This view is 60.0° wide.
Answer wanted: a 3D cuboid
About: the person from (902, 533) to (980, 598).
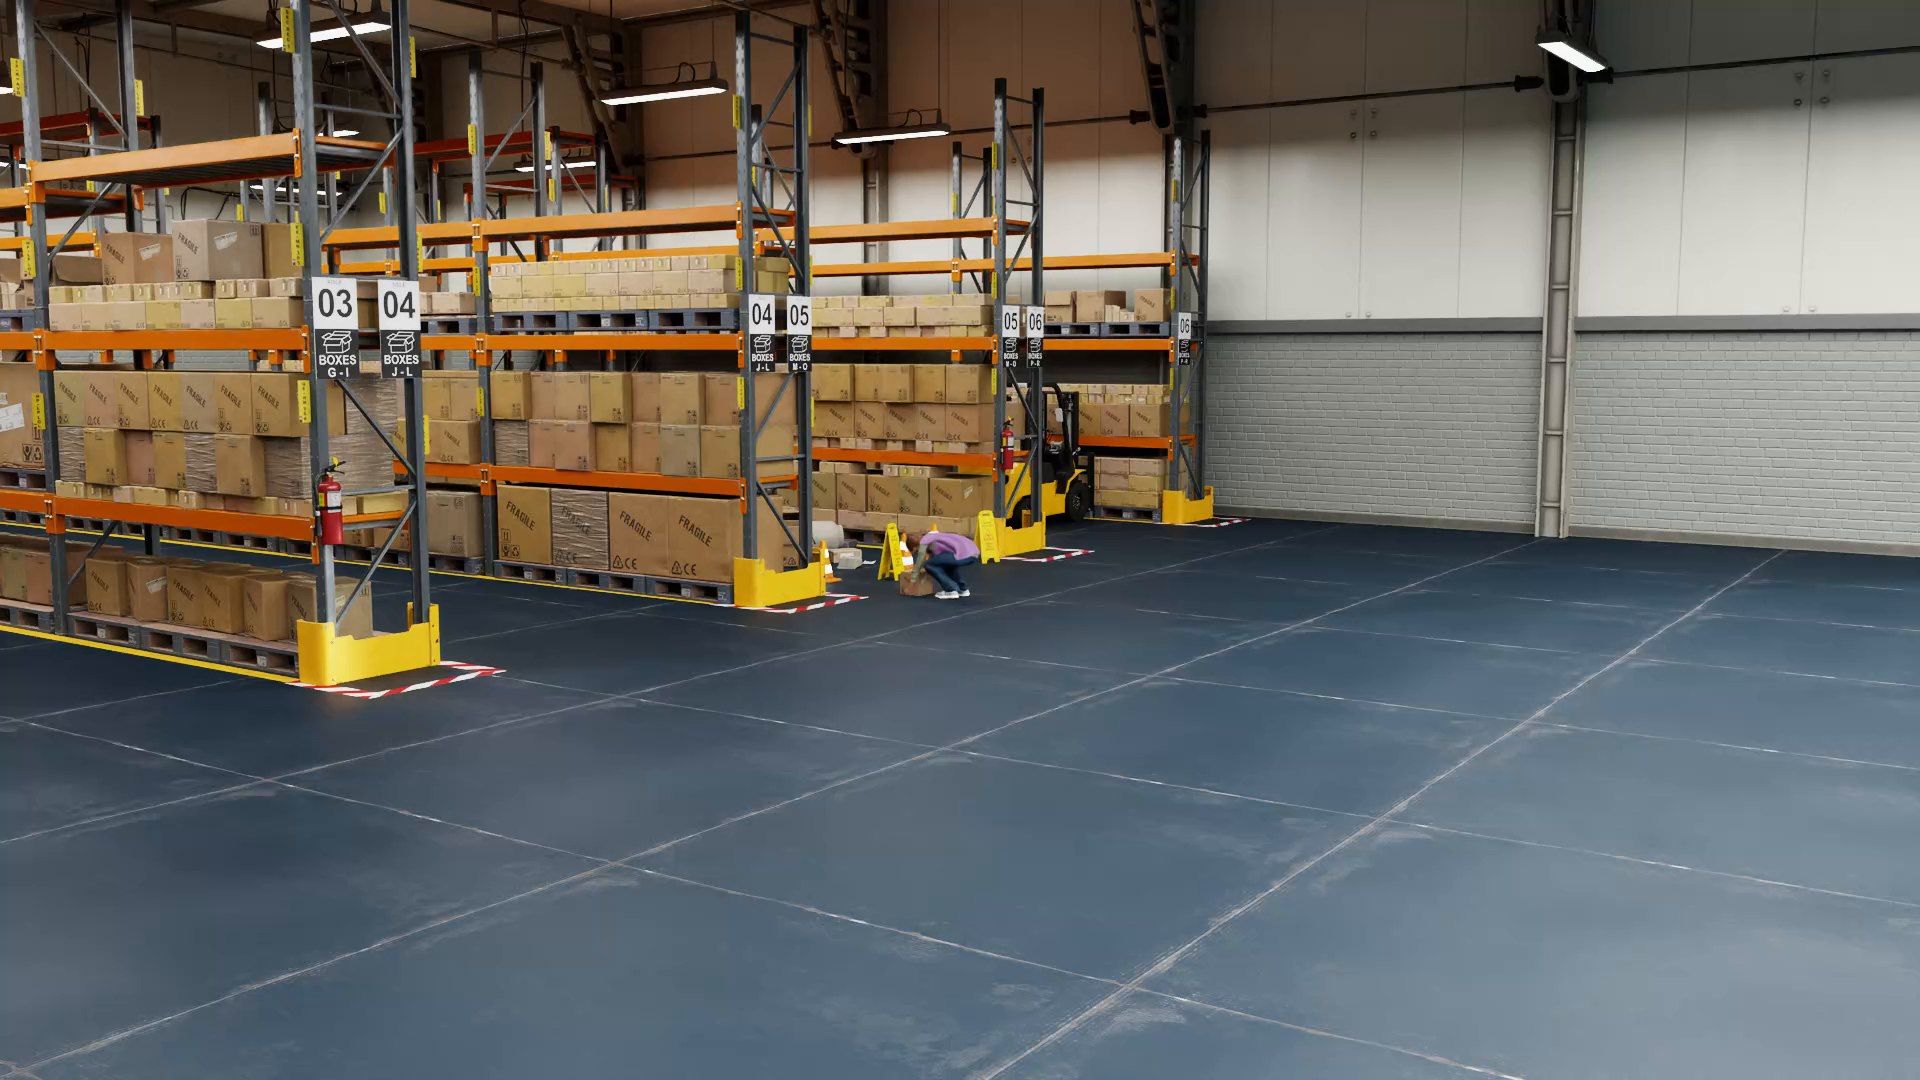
[{"bbox_3d":[-0.200,0.283,17.875,0.866,0.709,0.422,4,8,32],"label":"person"}]
